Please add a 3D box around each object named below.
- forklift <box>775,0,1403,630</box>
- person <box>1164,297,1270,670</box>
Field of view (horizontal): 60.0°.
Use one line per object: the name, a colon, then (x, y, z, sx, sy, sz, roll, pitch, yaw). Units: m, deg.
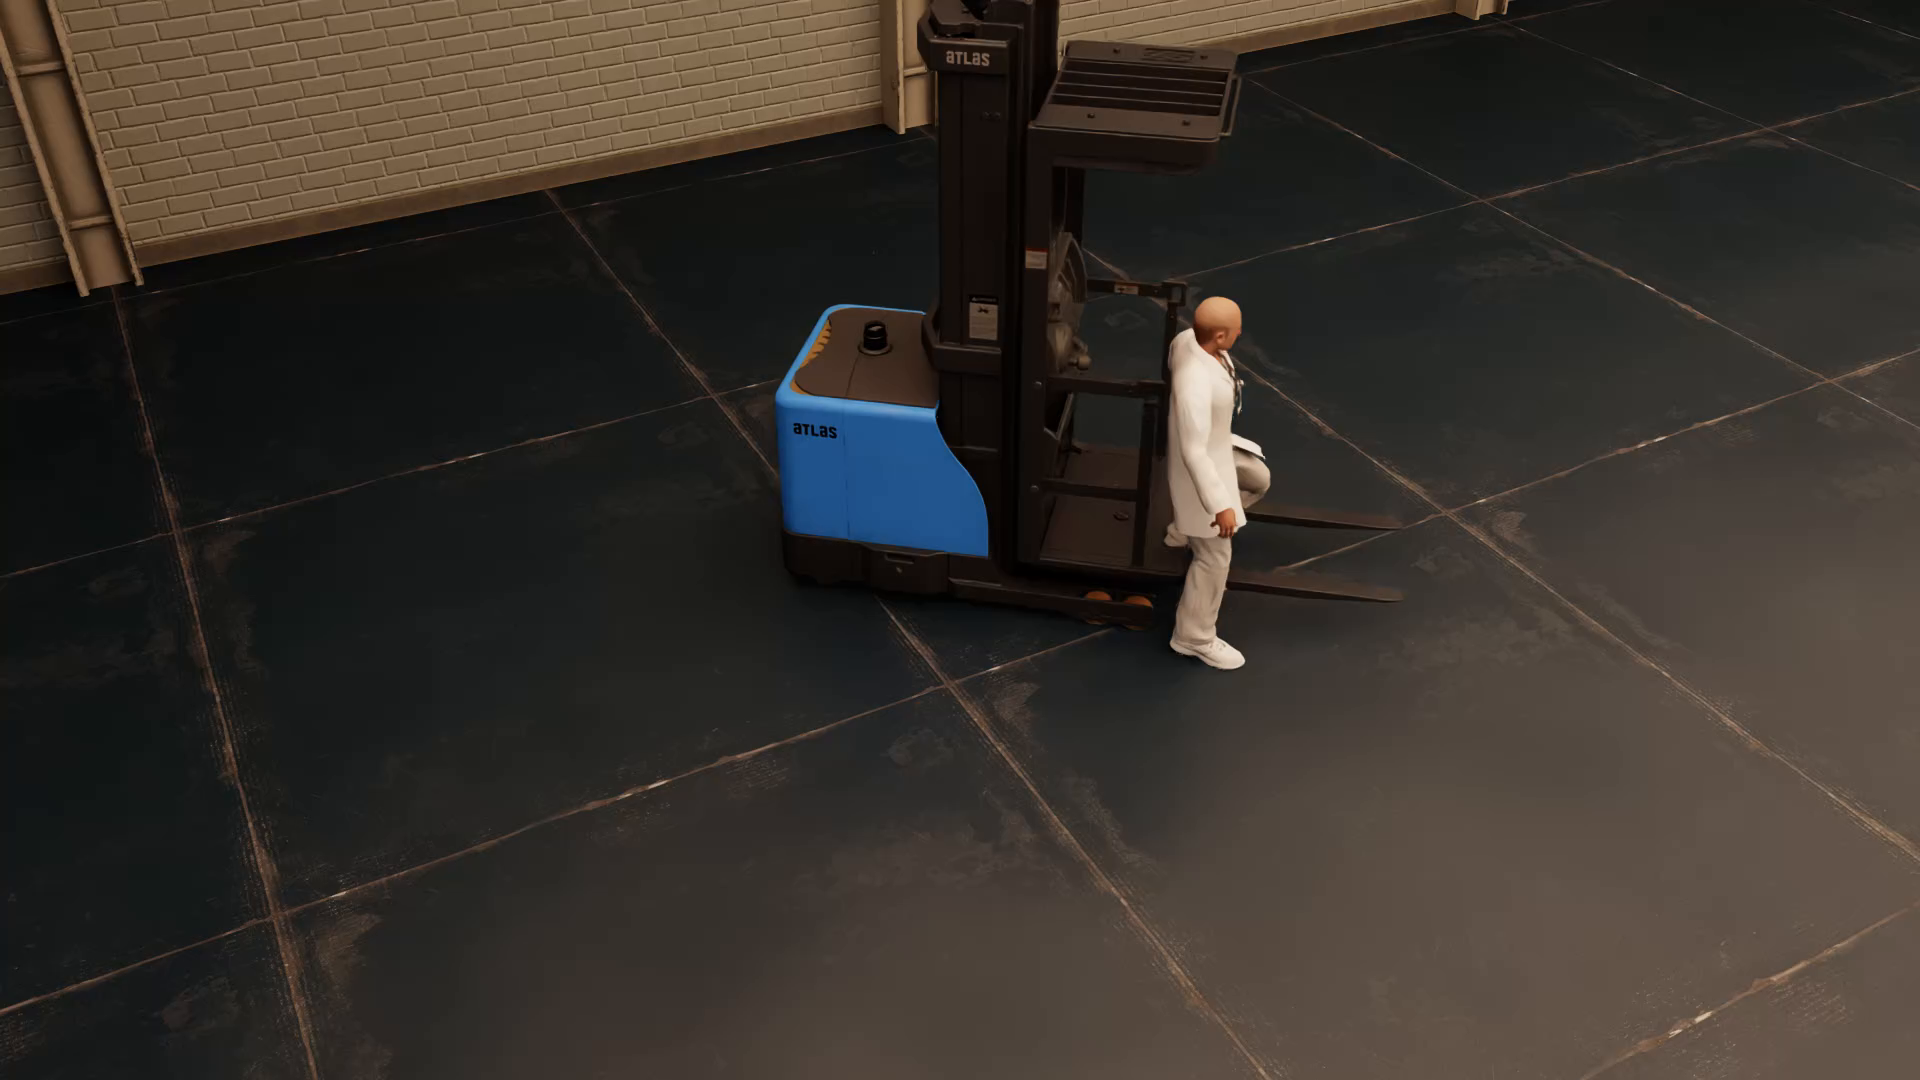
forklift: (0.683, -1.096, 7.674, 3.031, 2.935, 1.130, 7, 36, 10)
person: (1.189, -0.306, 7.563, 0.534, 1.771, 0.791, 2, 35, 3)
